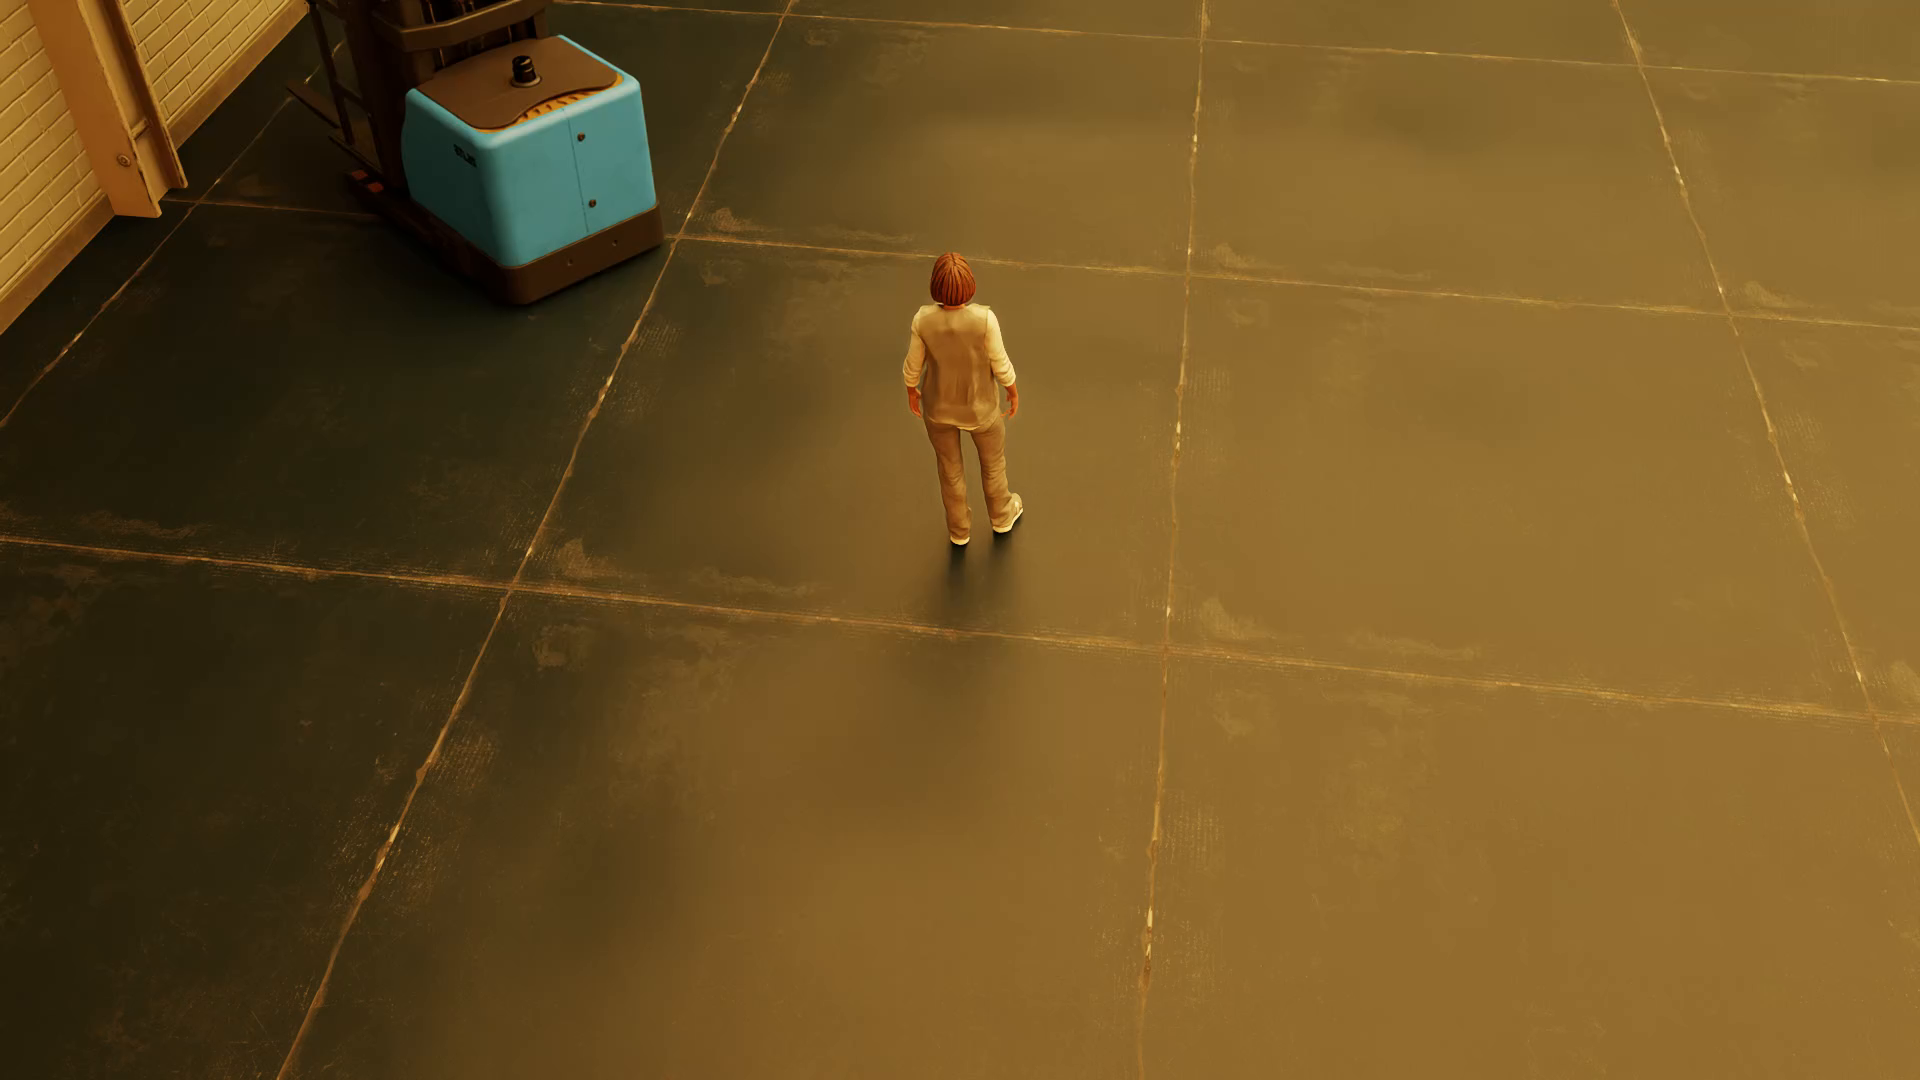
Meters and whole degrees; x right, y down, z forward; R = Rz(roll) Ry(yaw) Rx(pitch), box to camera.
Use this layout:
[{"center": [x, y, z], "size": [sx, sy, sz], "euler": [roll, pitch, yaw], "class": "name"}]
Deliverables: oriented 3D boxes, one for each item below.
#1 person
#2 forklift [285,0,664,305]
[{"center": [0.024, -0.642, 7.399], "size": [0.521, 1.599, 0.473], "euler": [5, 43, 6], "class": "person"}, {"center": [-3.101, -3.287, 9.303], "size": [1.130, 2.935, 3.031], "euler": [-32, 52, -30], "class": "forklift"}]
